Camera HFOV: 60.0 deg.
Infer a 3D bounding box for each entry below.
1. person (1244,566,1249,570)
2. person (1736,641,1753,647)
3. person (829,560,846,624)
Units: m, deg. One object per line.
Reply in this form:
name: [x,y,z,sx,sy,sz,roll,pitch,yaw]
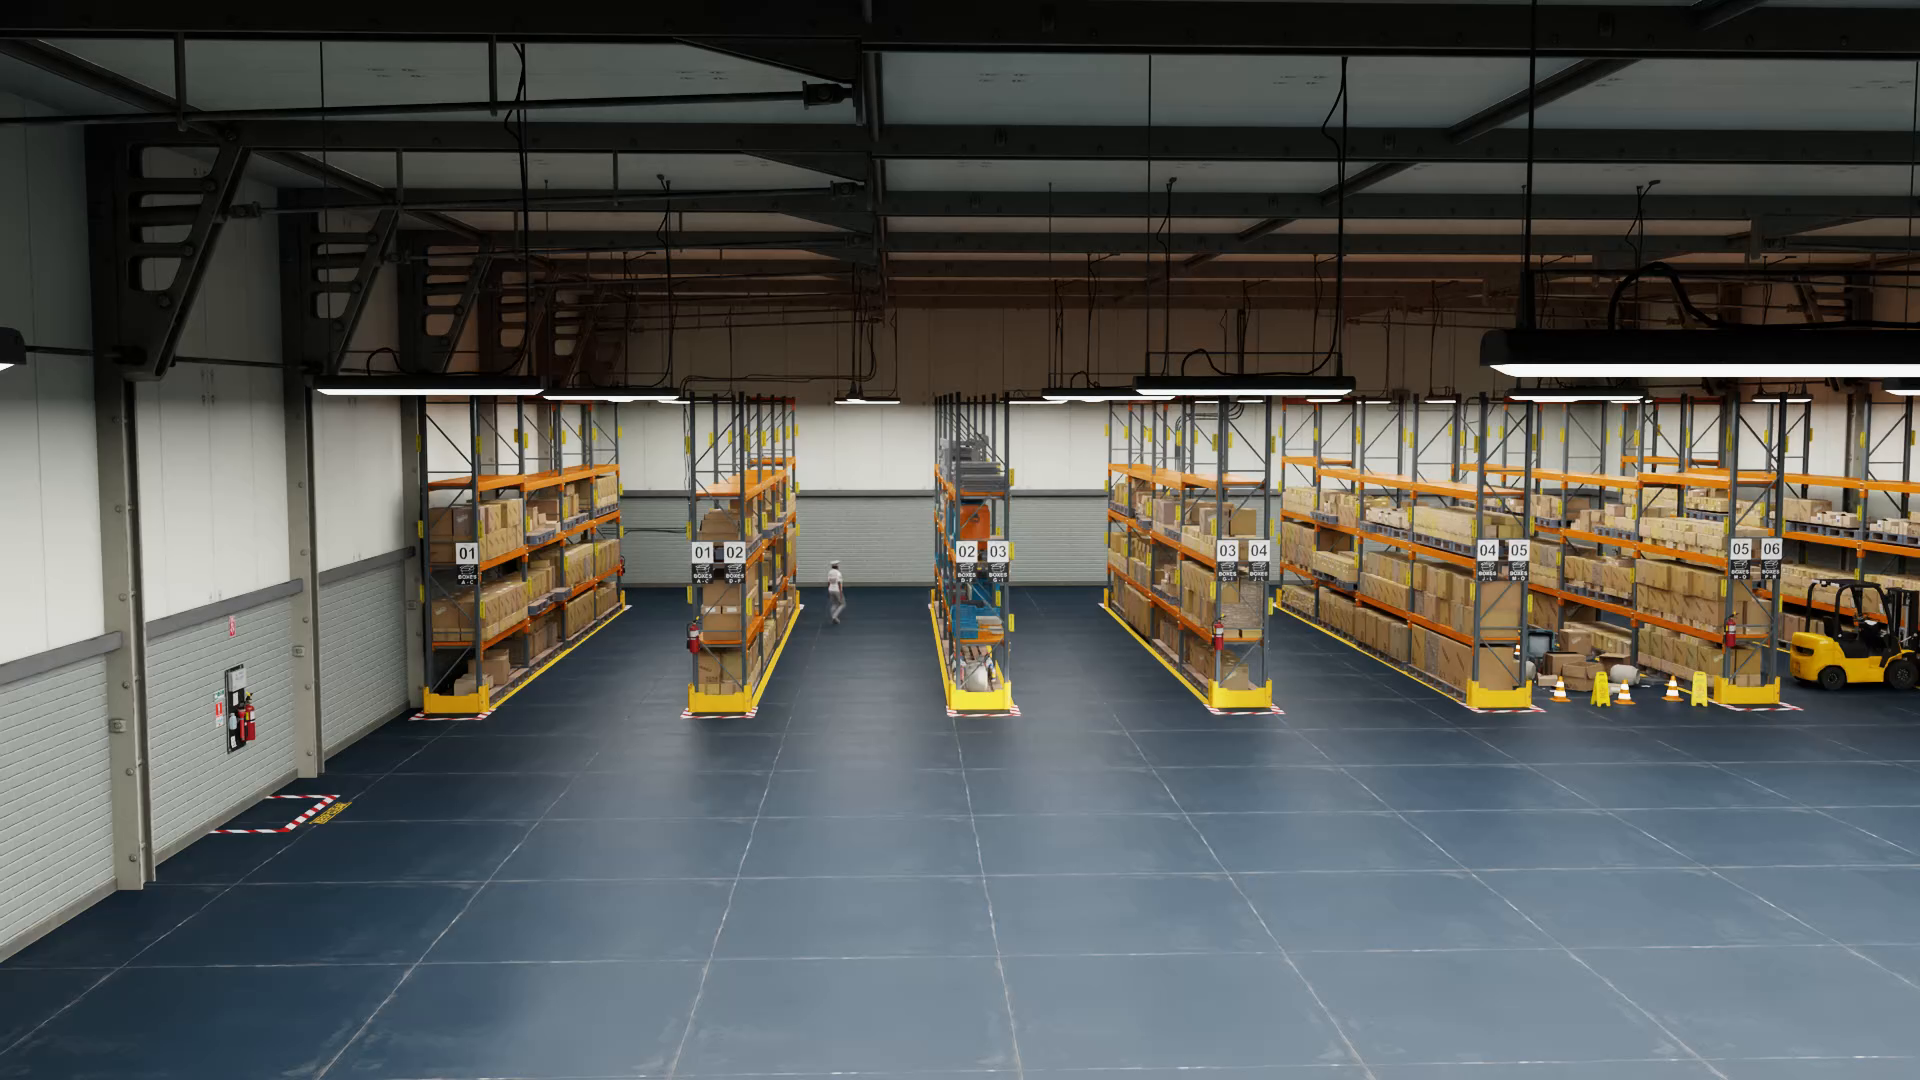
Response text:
person: [7.544,1.447,43.583,0.625,1.580,0.675,1,5,9]
person: [17.235,1.981,36.343,0.625,1.675,0.780,-1,5,-14]
person: [-3.295,1.383,43.772,0.492,1.676,0.459,4,6,42]
